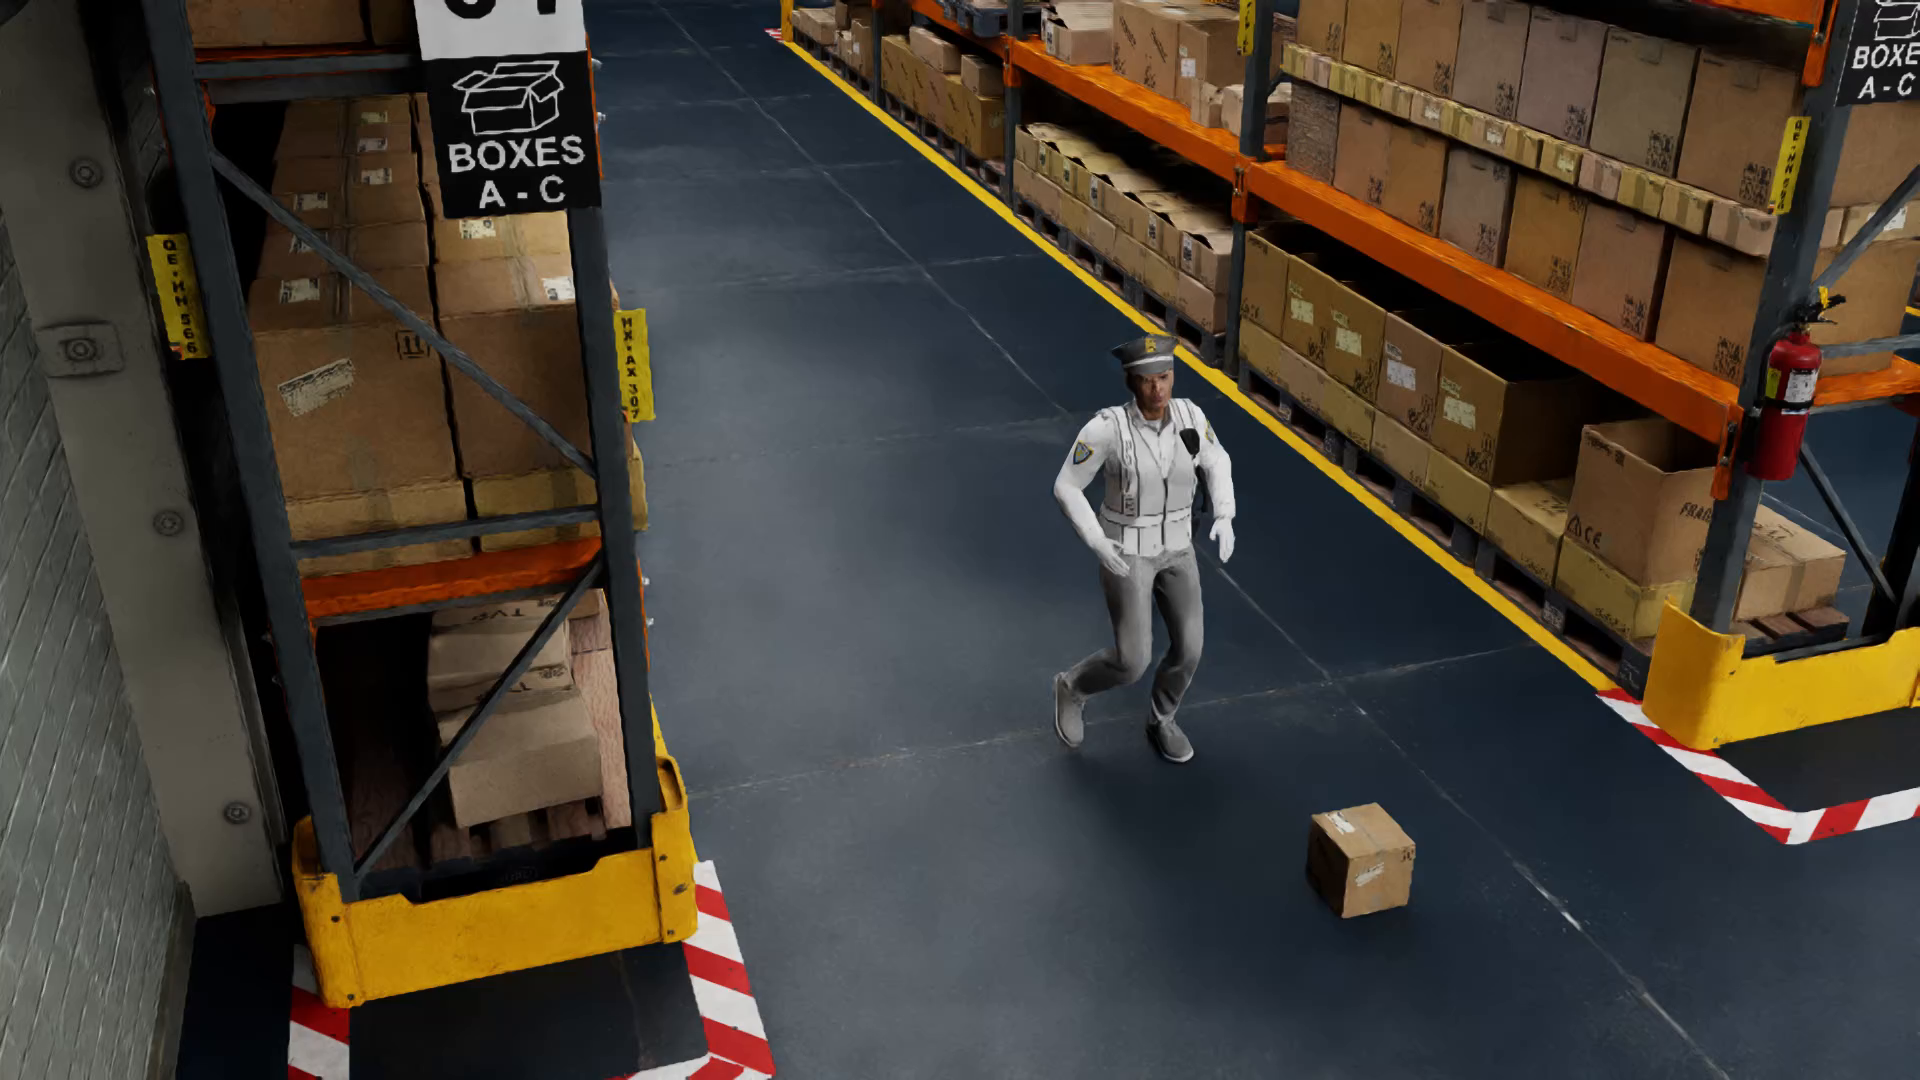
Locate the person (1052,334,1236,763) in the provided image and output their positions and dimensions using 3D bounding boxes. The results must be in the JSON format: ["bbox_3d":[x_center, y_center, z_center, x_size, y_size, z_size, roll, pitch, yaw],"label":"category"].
[{"bbox_3d":[0.710,0.043,6.035,0.689,1.665,0.454,-12,29,-23],"label":"person"}]
